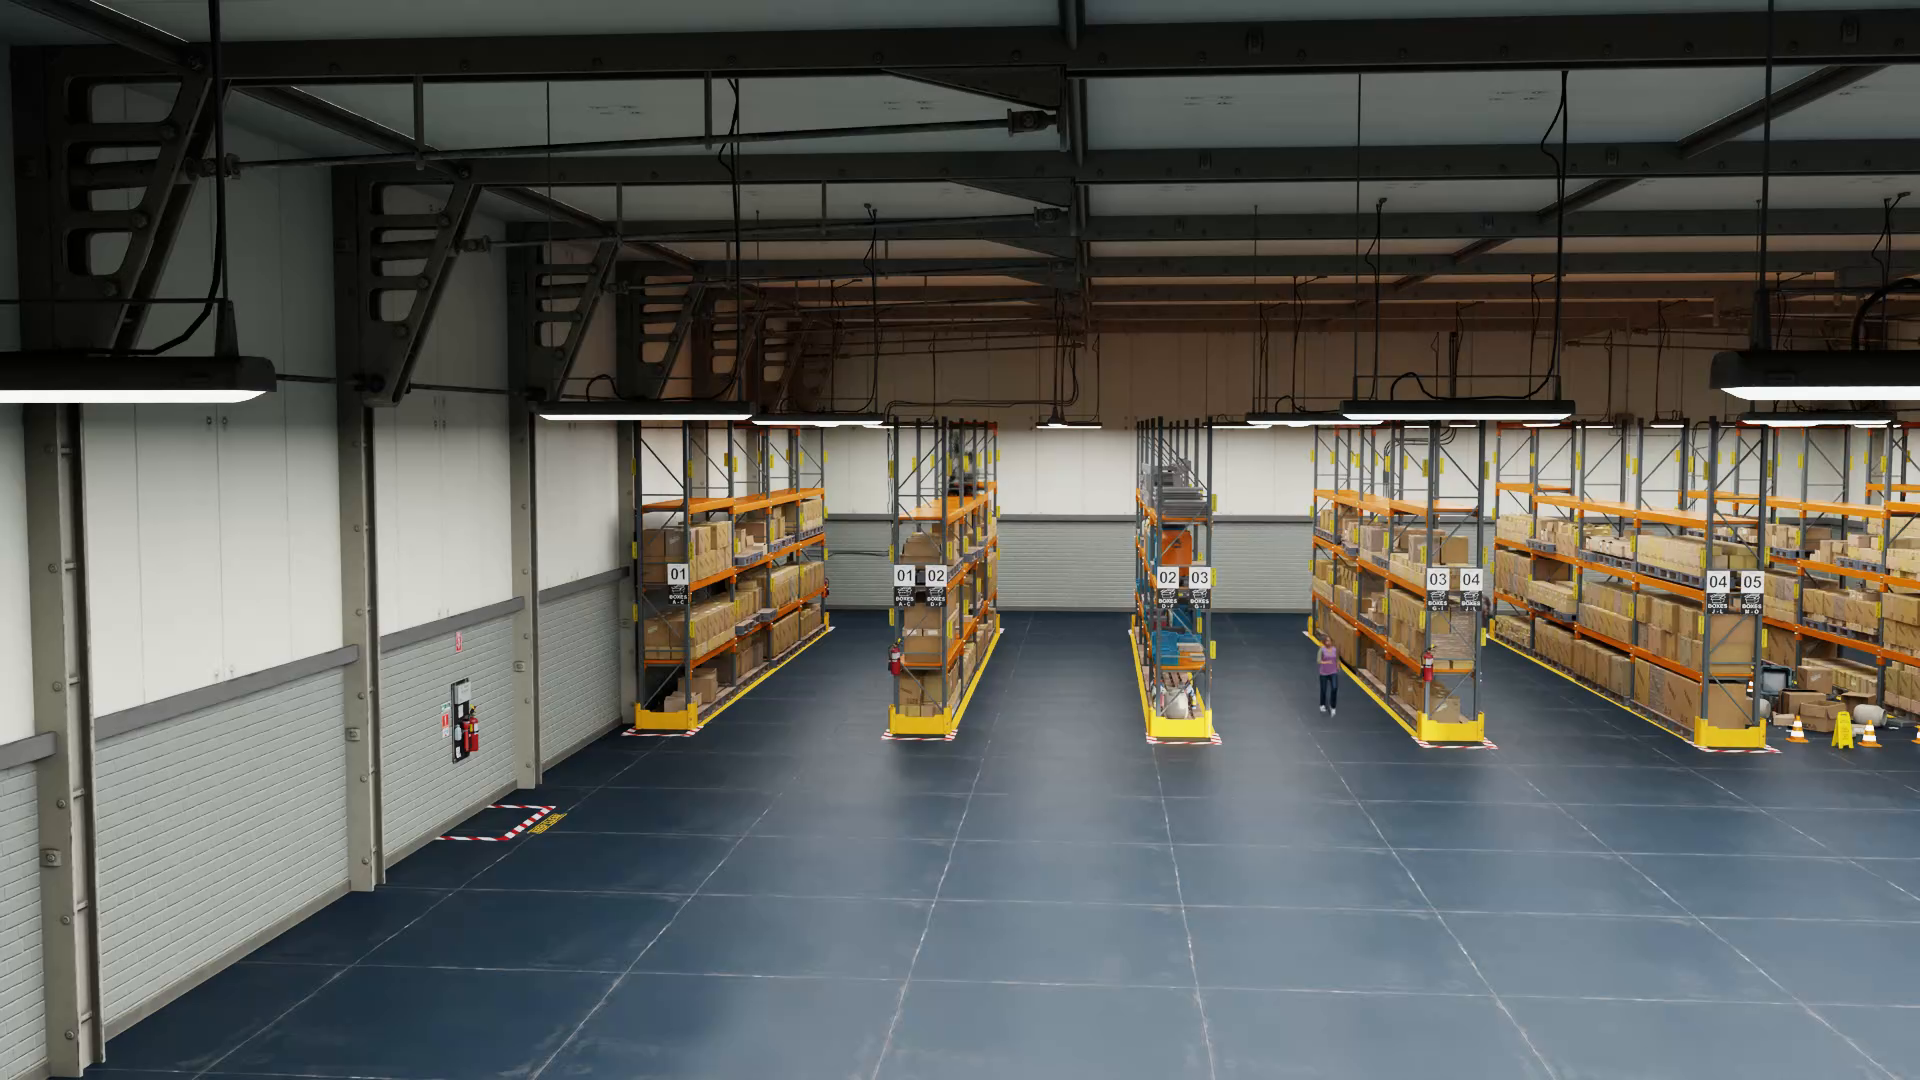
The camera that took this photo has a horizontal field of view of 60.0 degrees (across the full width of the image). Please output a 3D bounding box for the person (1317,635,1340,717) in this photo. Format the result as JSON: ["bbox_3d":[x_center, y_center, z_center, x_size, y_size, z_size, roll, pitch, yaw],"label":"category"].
[{"bbox_3d":[7.425,2.735,33.507,0.507,1.641,0.702,0,4,1],"label":"person"}]

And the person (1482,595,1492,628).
[{"bbox_3d":[13.398,2.047,42.993,0.693,1.746,0.654,0,4,6],"label":"person"}]
